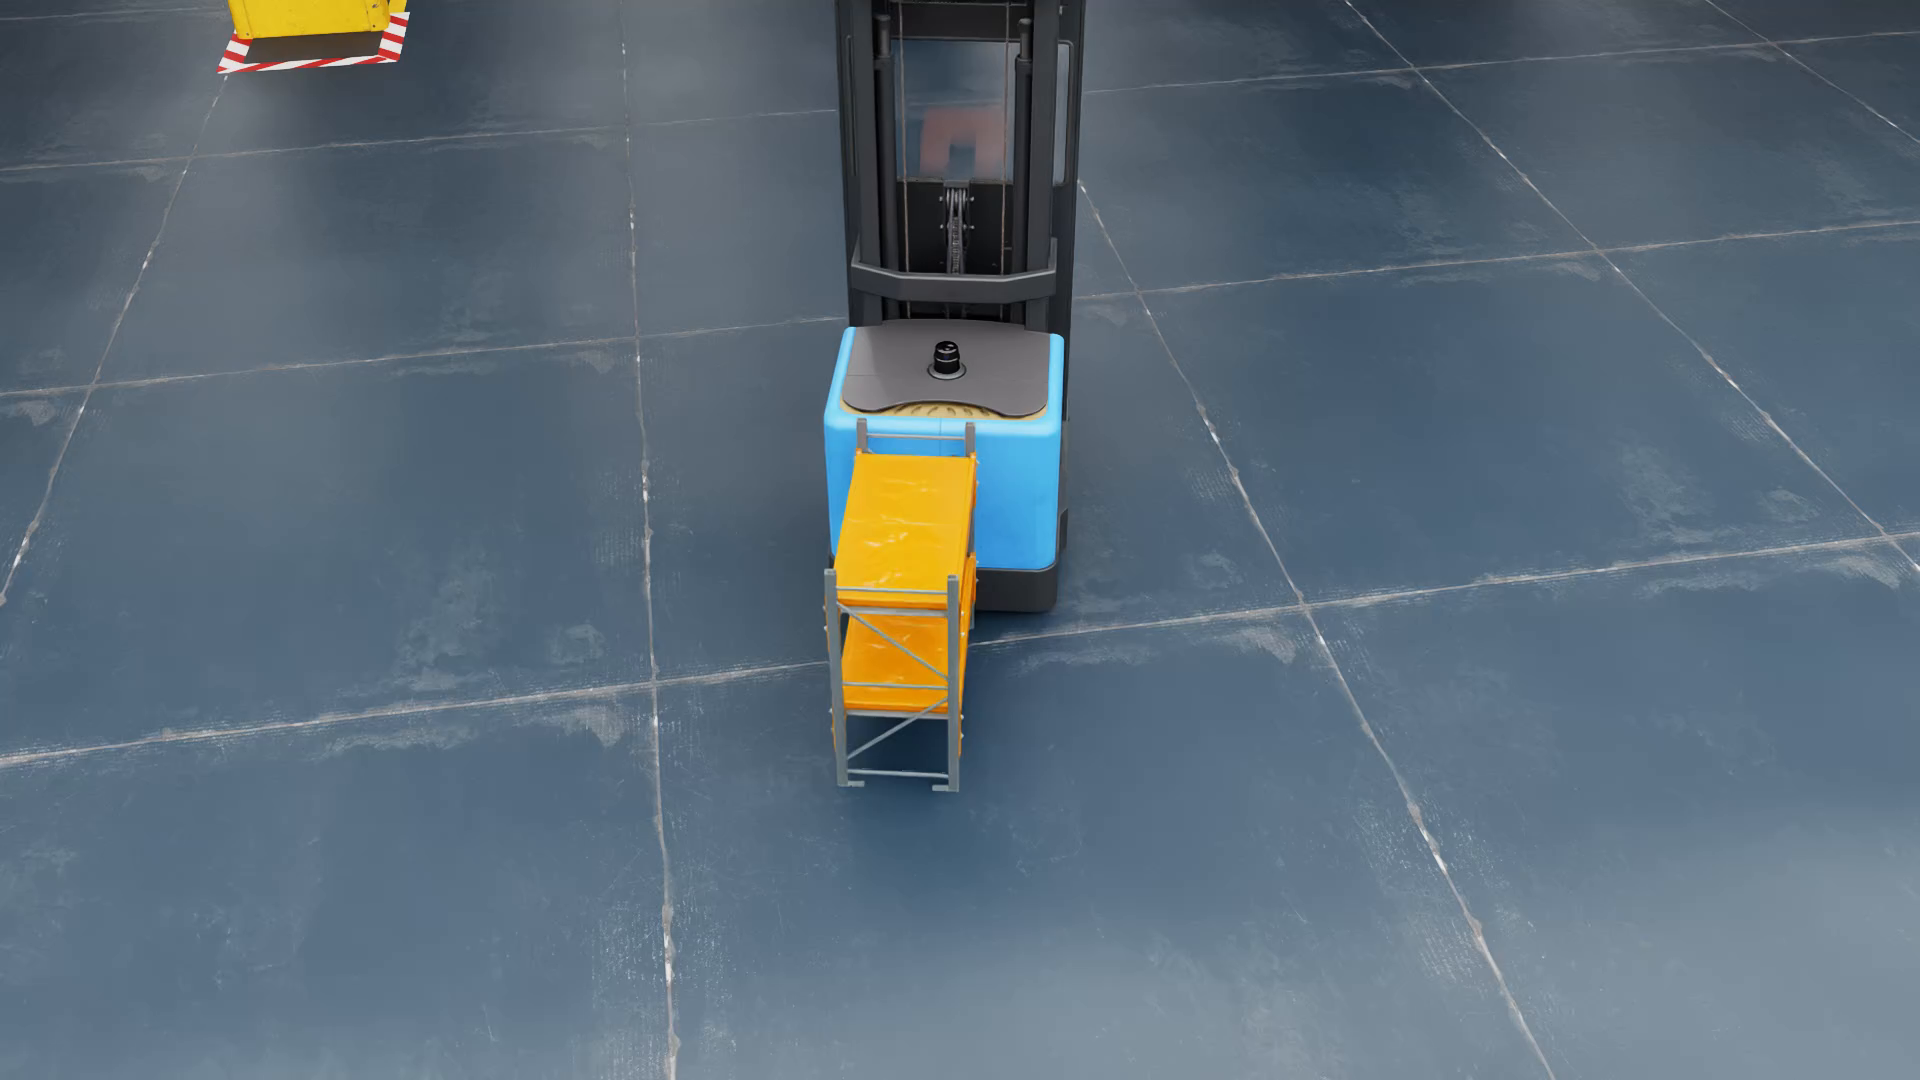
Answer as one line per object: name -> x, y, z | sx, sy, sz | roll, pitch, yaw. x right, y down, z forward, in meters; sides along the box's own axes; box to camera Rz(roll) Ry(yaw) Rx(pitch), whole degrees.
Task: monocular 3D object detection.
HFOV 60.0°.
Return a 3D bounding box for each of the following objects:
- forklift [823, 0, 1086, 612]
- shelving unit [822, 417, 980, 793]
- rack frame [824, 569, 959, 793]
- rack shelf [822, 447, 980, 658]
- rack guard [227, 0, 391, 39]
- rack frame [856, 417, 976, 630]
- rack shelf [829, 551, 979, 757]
forklift -> 0.017, -1.713, 7.966 | 1.130, 2.935, 3.031 | 2, 38, 3
shelving unit -> -0.219, 0.261, 6.898 | 0.538, 1.125, 1.048 | 2, 38, 3
rack frame -> -0.254, 0.572, 6.497 | 0.500, 1.125, 0.032 | 2, 38, 3
rack shelf -> -0.219, 0.030, 6.718 | 0.538, 0.278, 1.000 | 2, 38, 3
rack guard -> -5.242, -4.364, 13.360 | 1.175, 0.500, 0.348 | -6, 38, -8
rack frame -> -0.185, -0.051, 7.298 | 0.500, 1.125, 0.032 | 2, 38, 3
rack shelf -> -0.219, 0.454, 7.048 | 0.538, 0.278, 1.000 | 2, 38, 3
